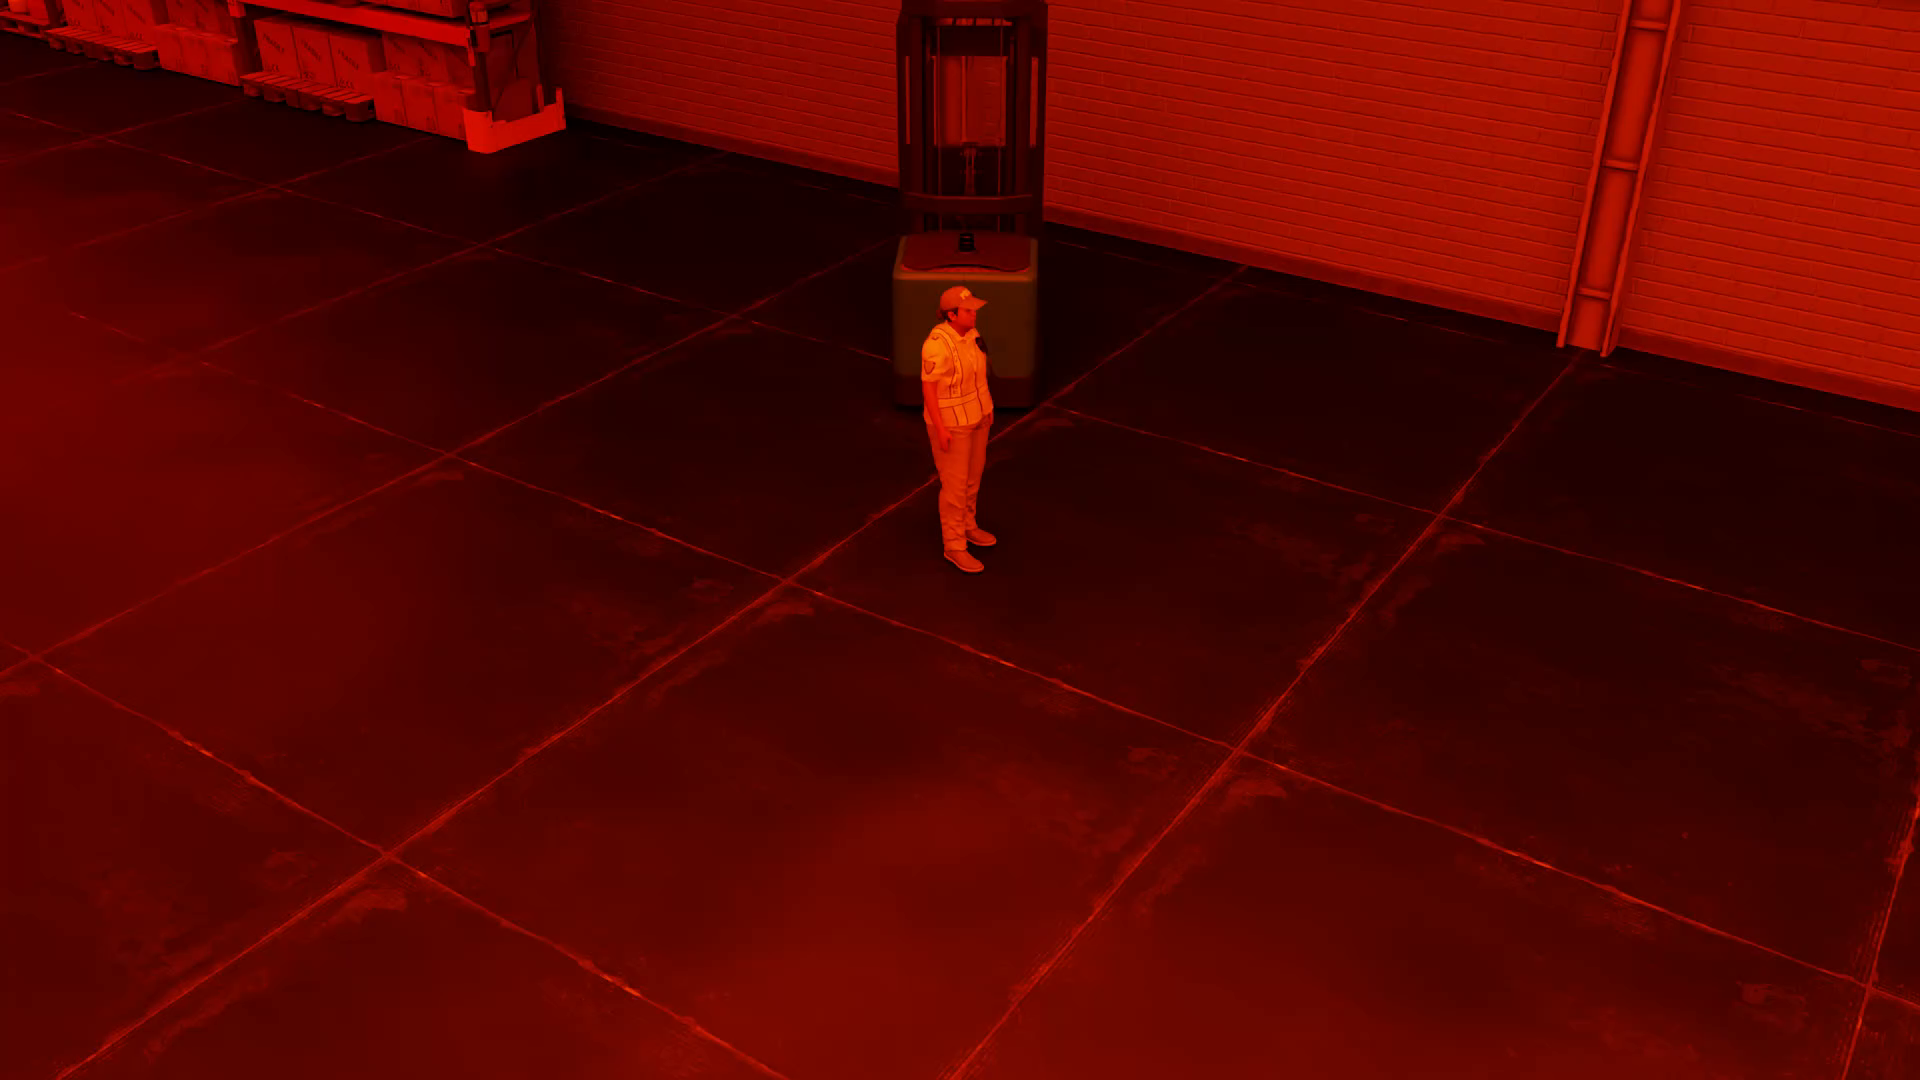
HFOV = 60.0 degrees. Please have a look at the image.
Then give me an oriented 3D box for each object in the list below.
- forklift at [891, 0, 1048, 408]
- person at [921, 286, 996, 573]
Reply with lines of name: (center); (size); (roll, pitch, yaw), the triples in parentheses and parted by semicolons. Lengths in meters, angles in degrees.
forklift: (0.097, -2.928, 12.623); (1.130, 2.935, 3.031); (1, 30, 2)
person: (0.051, -0.697, 10.024); (0.529, 1.670, 0.598); (19, 35, 29)
